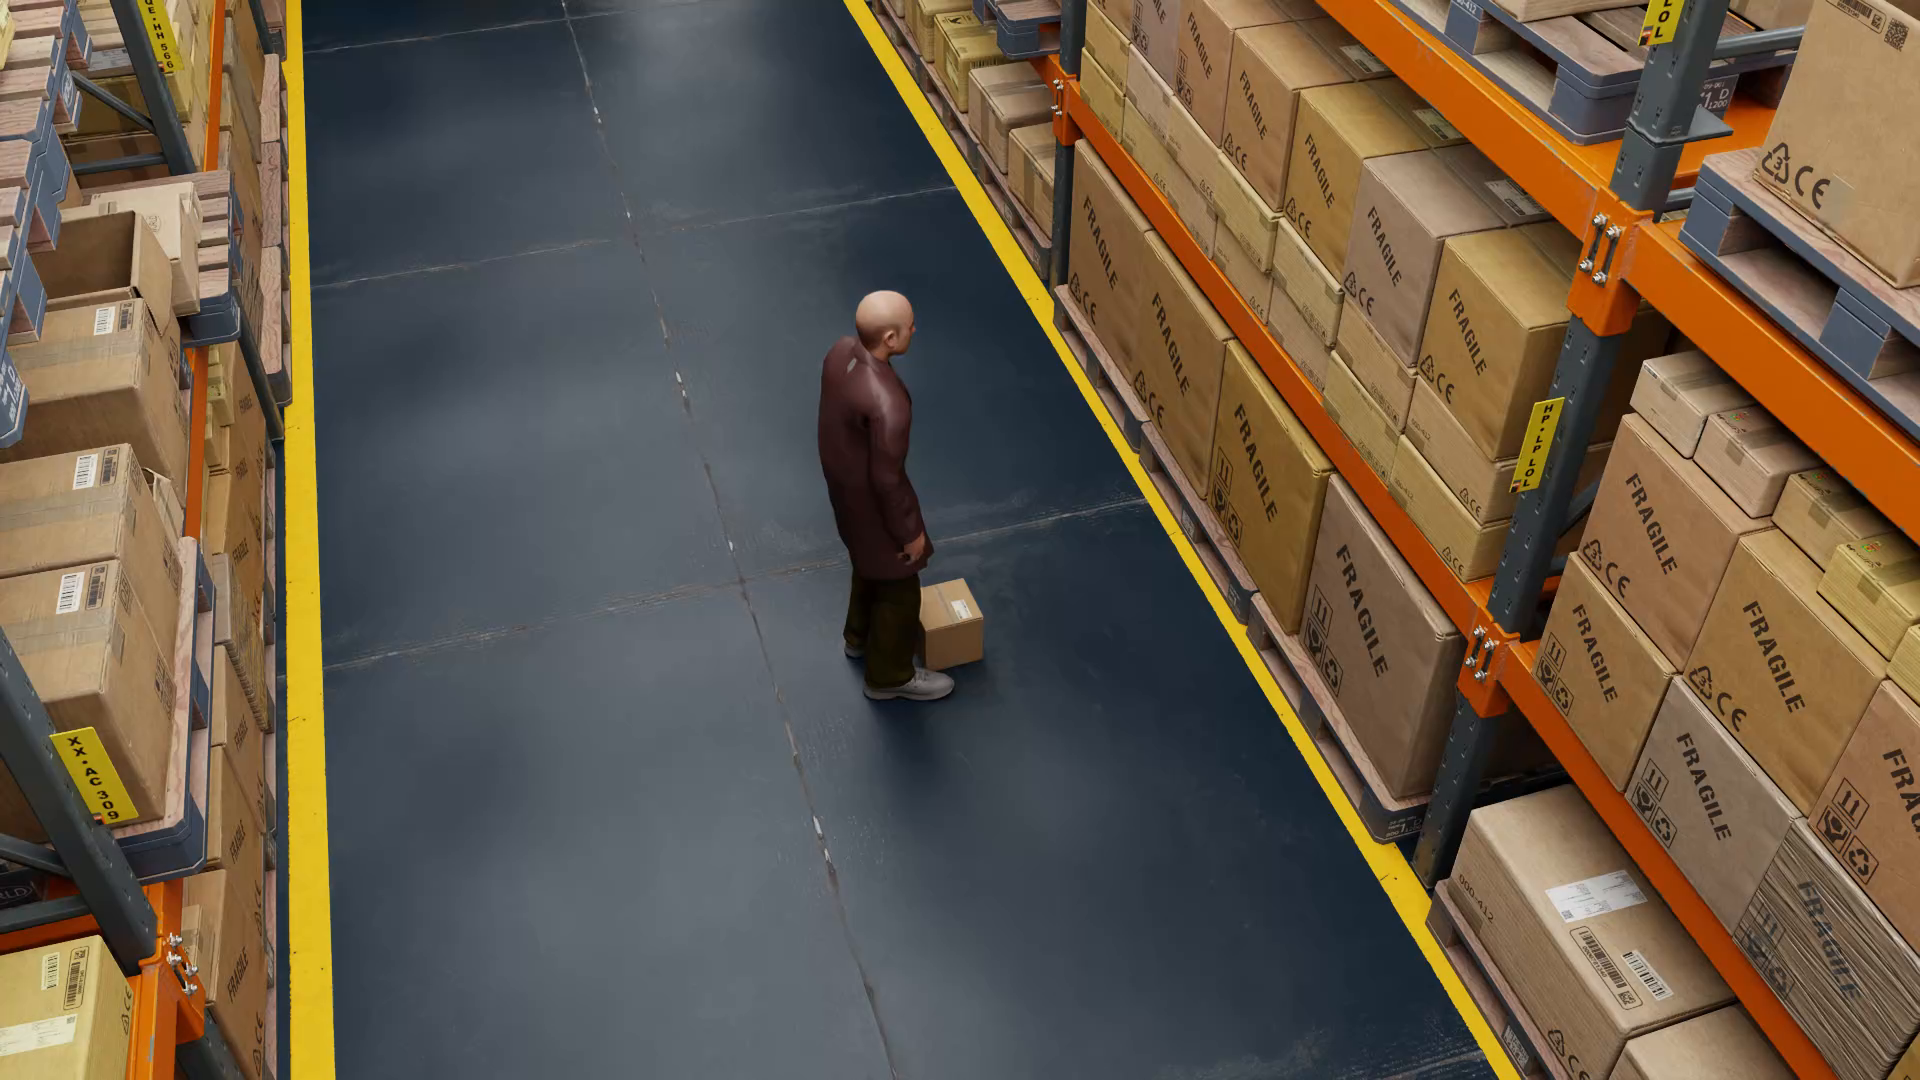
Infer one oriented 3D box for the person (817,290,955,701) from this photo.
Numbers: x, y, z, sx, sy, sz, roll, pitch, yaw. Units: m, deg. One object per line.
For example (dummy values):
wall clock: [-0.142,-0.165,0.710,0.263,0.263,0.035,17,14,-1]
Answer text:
person: [-0.305,-0.170,6.363,0.428,1.773,0.650,-14,44,-16]
